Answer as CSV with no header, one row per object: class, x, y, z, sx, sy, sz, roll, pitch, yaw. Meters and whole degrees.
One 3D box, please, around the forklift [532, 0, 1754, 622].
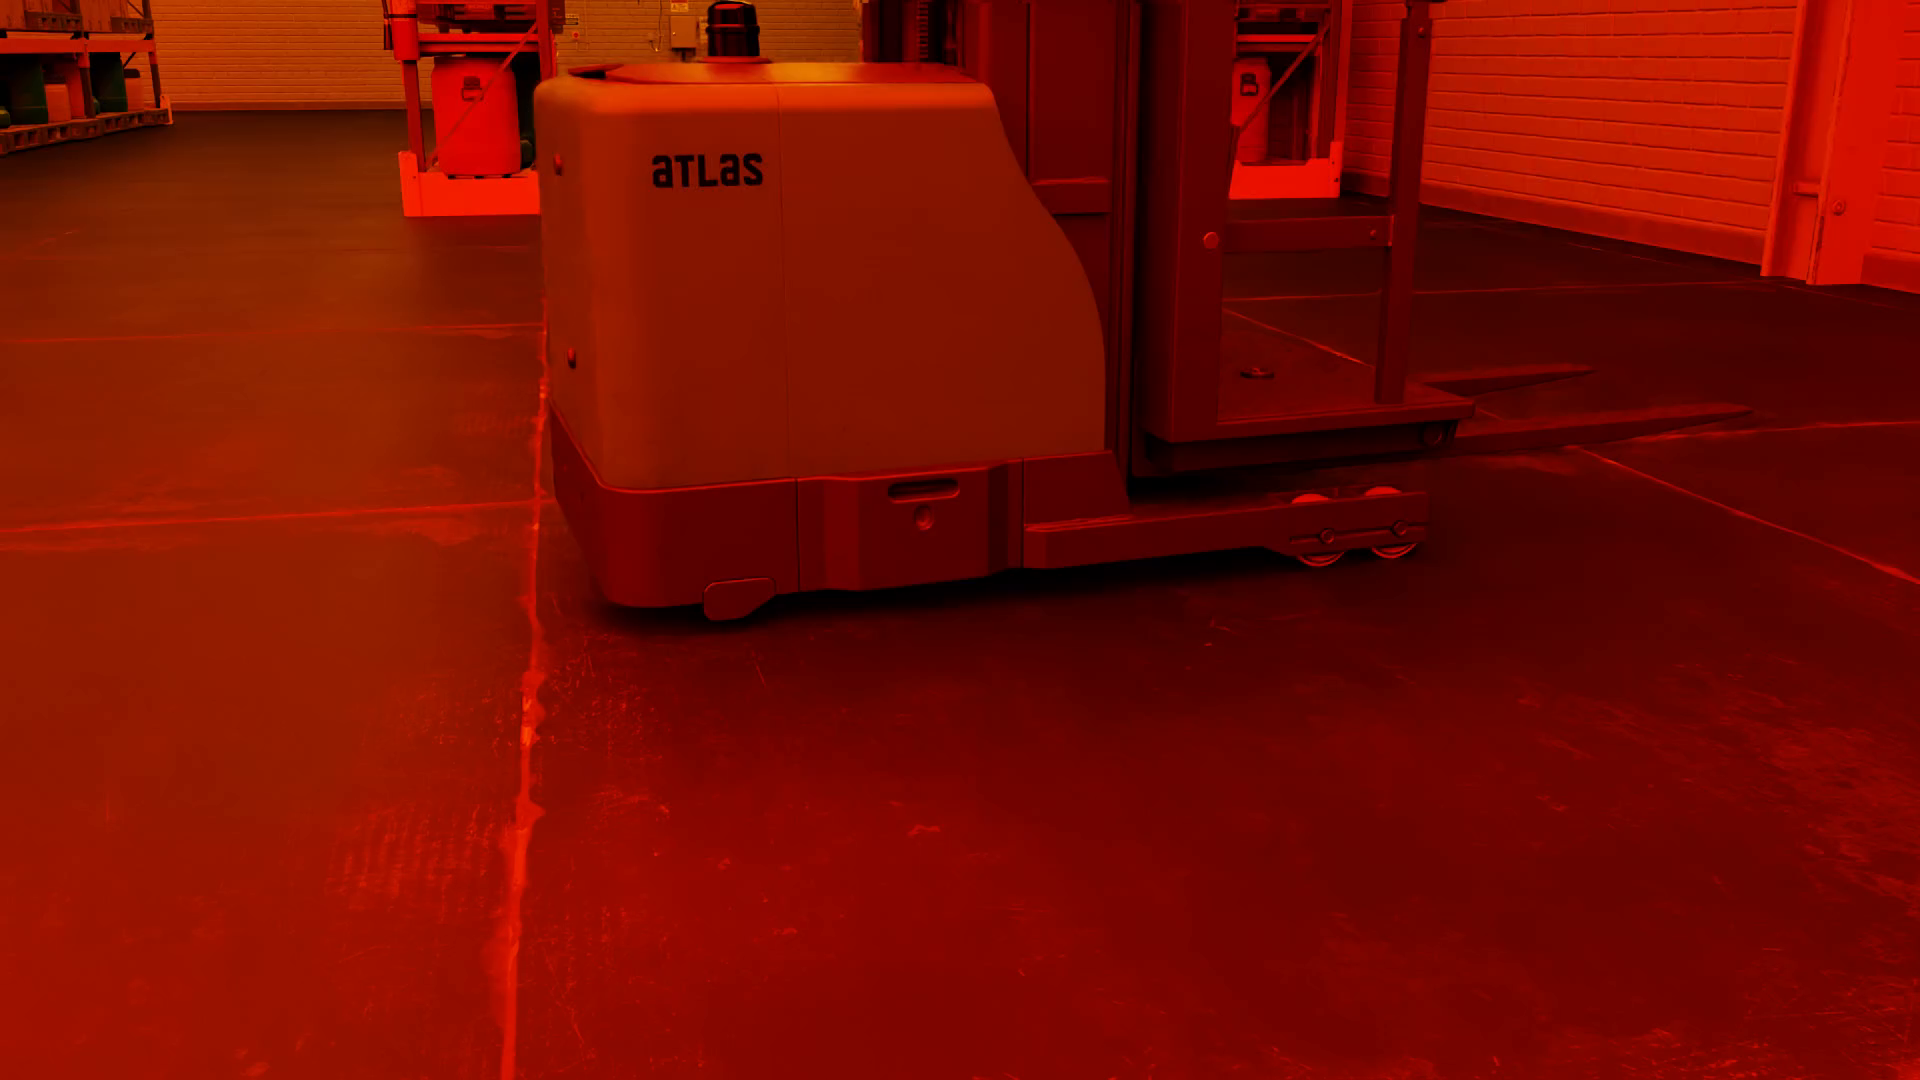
forklift,0.563,-1.478,3.845,3.031,2.935,1.130,-6,18,-19
